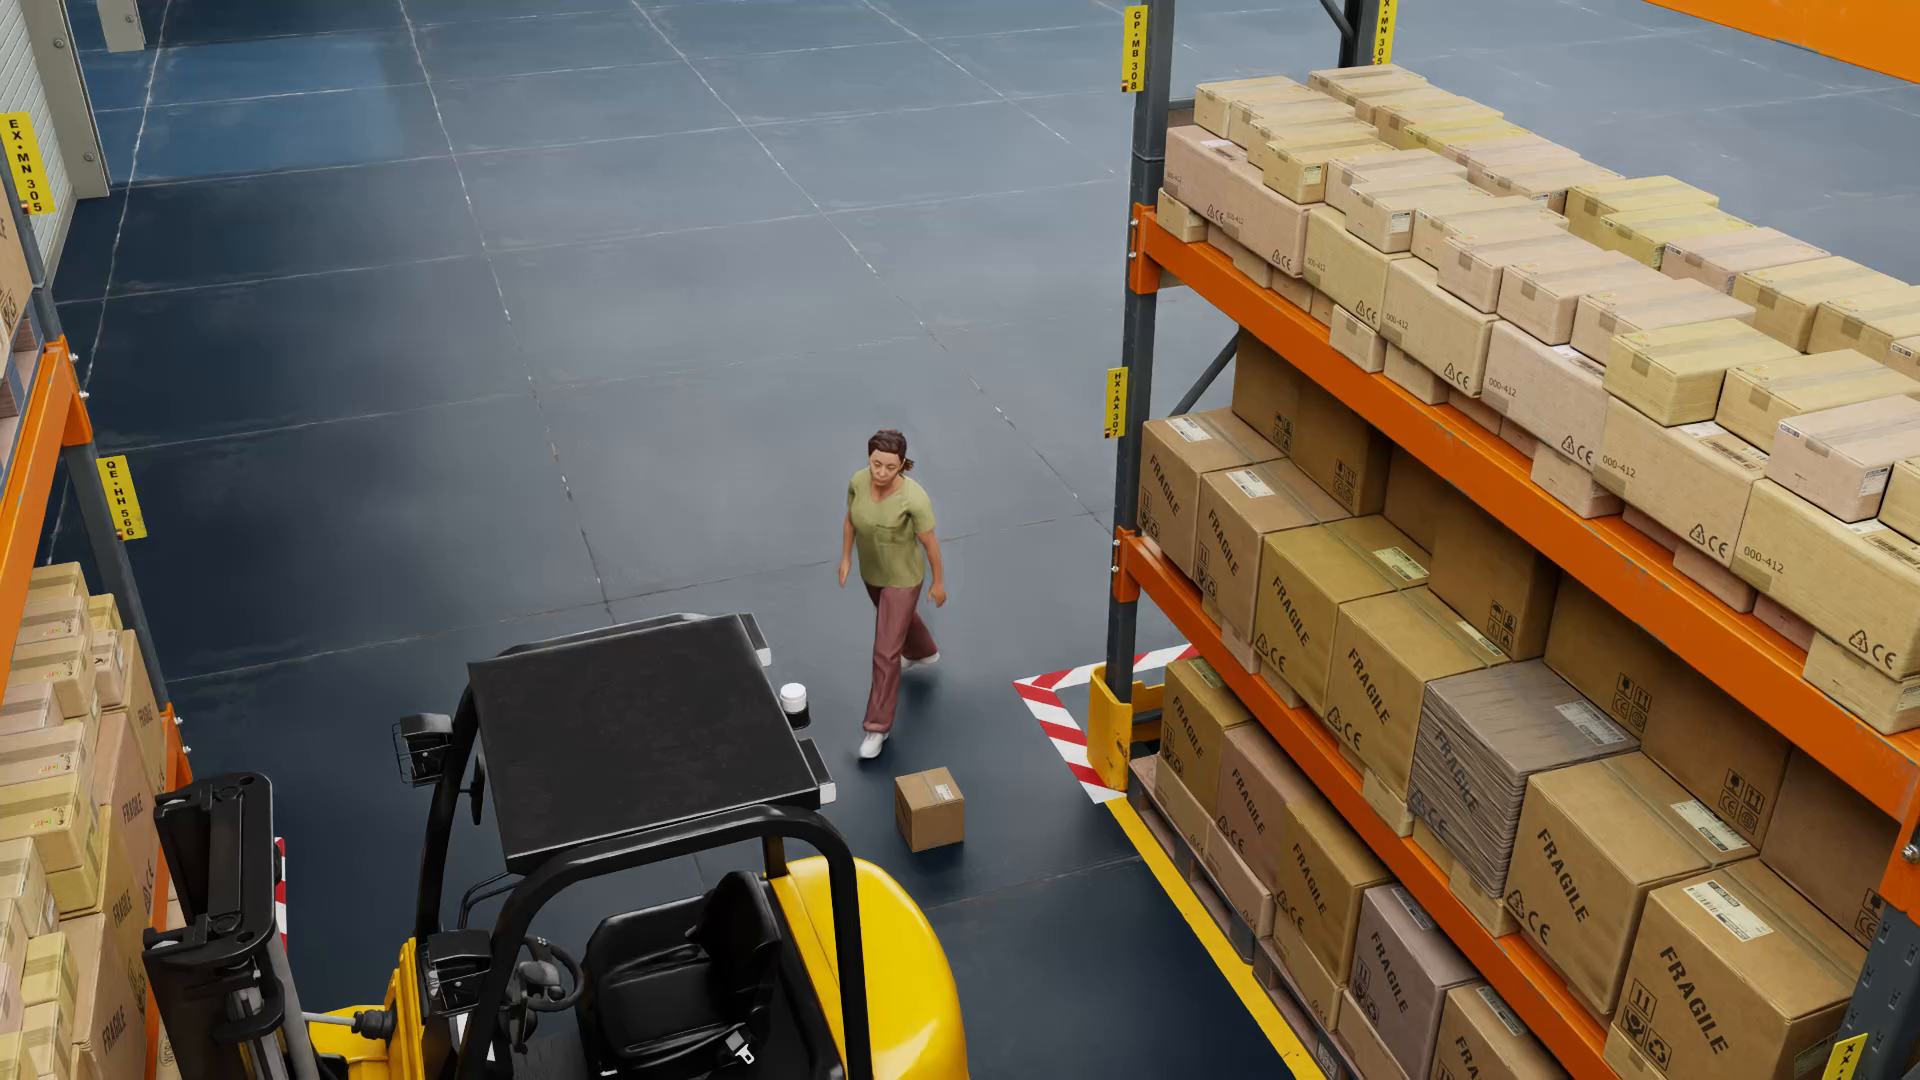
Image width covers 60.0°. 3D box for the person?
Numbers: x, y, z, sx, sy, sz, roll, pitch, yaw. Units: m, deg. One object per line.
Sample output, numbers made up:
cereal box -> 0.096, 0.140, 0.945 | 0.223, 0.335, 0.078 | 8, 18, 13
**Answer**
person -> -0.343, 0.158, 8.088 | 0.546, 1.637, 0.882 | 21, 36, 31
